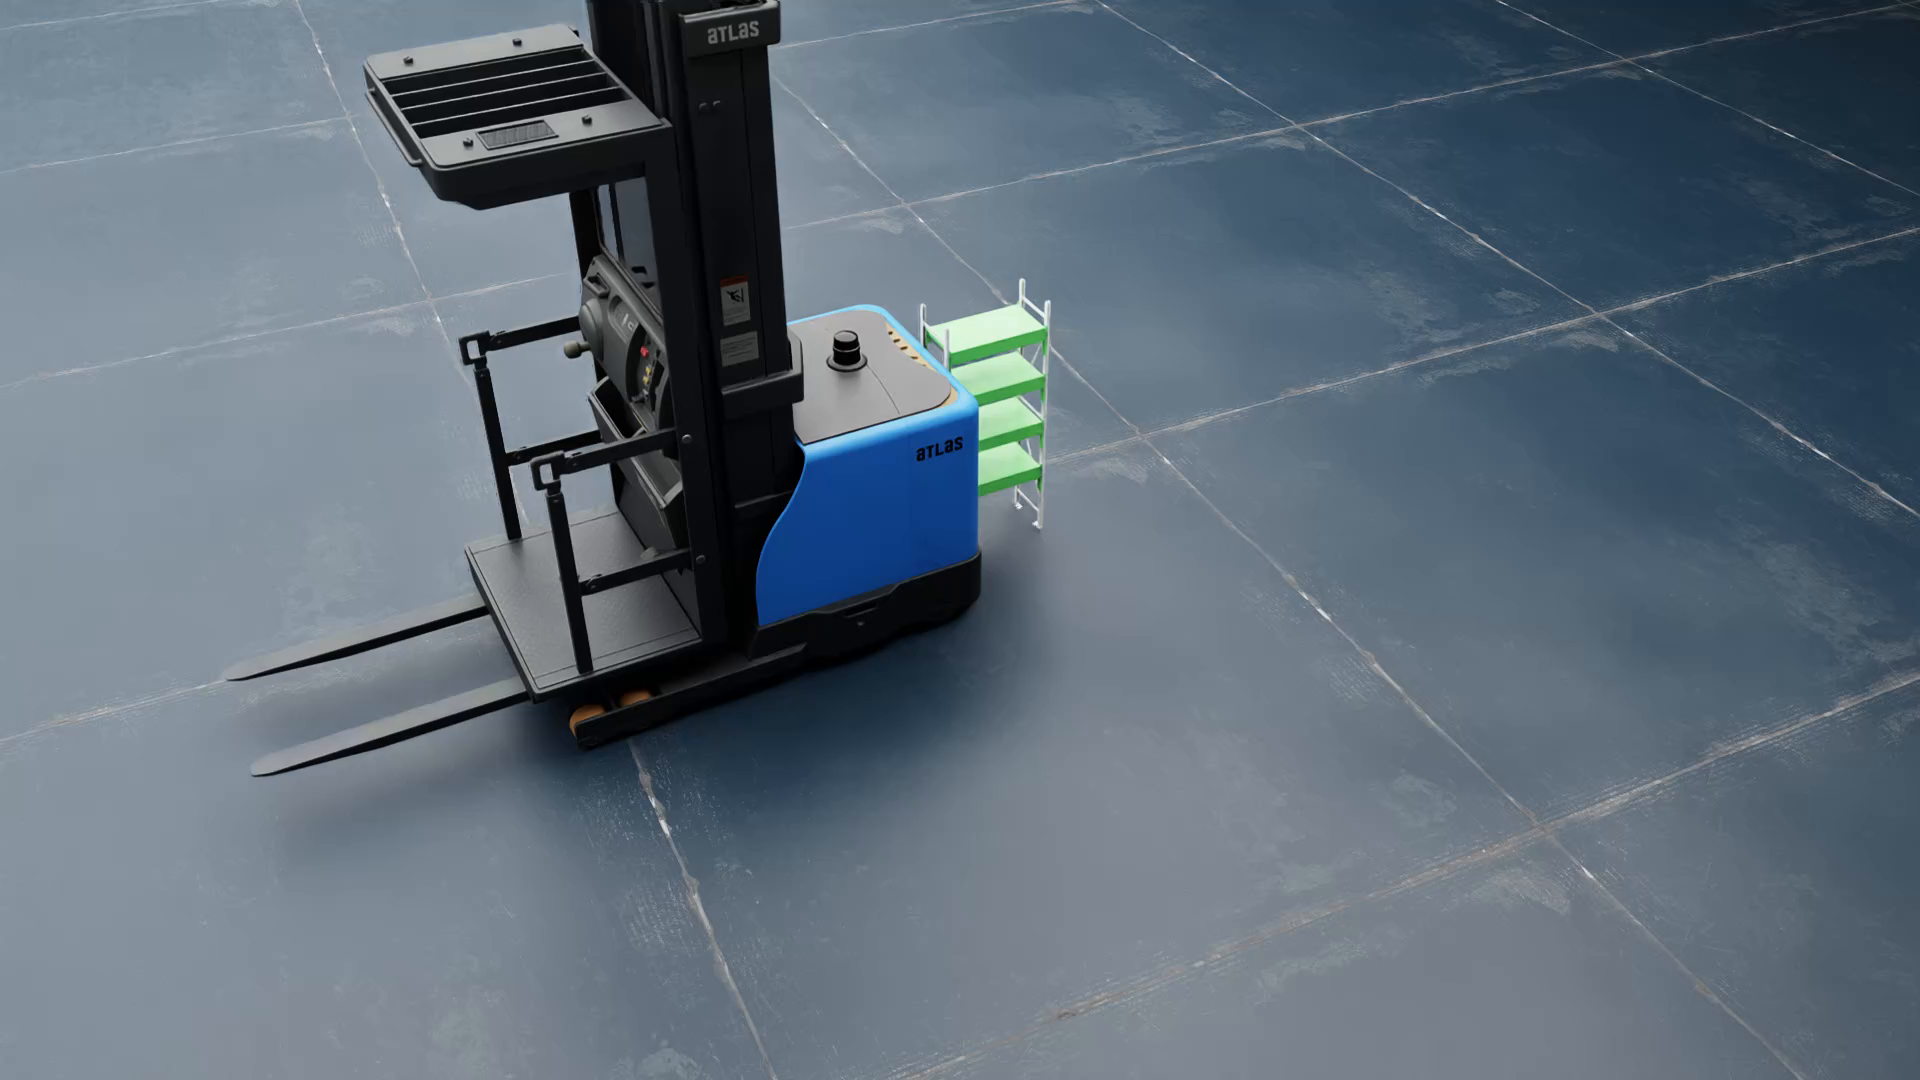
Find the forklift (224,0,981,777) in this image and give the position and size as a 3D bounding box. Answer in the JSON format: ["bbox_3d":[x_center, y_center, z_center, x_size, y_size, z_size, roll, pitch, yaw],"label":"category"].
[{"bbox_3d":[-1.455,-0.717,6.256,3.031,2.935,1.130,-18,40,-22],"label":"forklift"}]

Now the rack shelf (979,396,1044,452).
[{"bbox_3d":[0.109,-0.477,7.494,0.480,0.148,0.258,-18,40,-22],"label":"rack shelf"}]

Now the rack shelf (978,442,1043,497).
[{"bbox_3d":[0.109,-0.285,7.637,0.480,0.148,0.258,-18,40,-22],"label":"rack shelf"}]

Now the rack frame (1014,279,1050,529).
[{"bbox_3d":[0.324,-0.597,7.548,0.015,1.200,0.240,-18,40,-22],"label":"rack frame"}]

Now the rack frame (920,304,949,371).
[{"bbox_3d":[-0.107,-0.460,7.364,0.015,1.200,0.240,-18,40,-22],"label":"rack frame"}]

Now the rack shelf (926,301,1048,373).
[{"bbox_3d":[0.109,-0.863,7.208,0.480,0.148,0.258,-18,40,-22],"label":"rack shelf"}]

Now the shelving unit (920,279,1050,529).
[{"bbox_3d":[0.109,-0.529,7.456,0.503,1.200,0.258,-18,40,-22],"label":"shelving unit"}]

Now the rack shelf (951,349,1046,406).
[{"bbox_3d":[0.109,-0.670,7.351,0.480,0.148,0.258,-18,40,-22],"label":"rack shelf"}]
